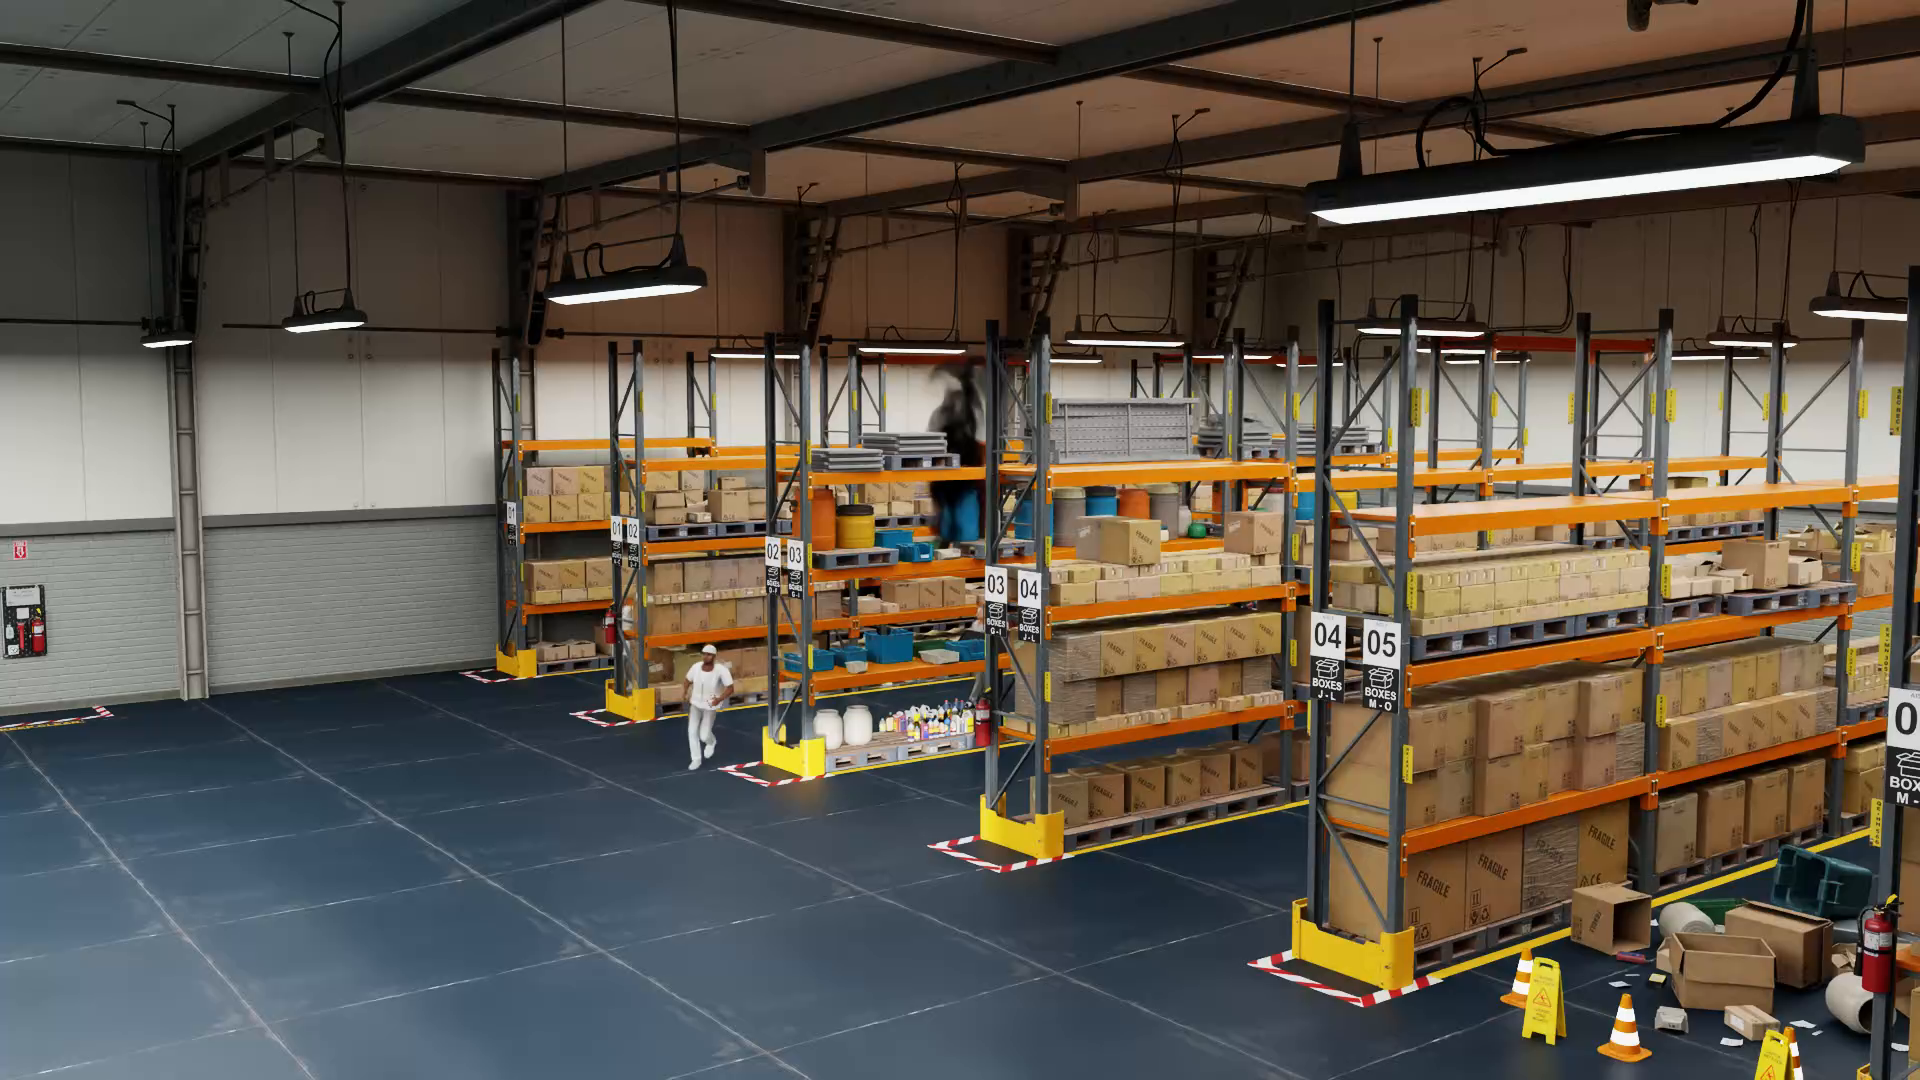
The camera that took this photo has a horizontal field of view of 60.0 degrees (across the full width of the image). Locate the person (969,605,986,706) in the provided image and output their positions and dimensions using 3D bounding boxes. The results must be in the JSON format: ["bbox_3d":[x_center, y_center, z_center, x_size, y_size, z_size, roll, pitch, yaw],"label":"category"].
[{"bbox_3d":[0.360,1.895,27.416,0.570,1.655,0.950,4,7,42],"label":"person"}]

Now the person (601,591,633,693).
[{"bbox_3d":[-5.745,1.784,28.271,0.692,1.833,0.854,4,6,37],"label":"person"}]

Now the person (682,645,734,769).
[{"bbox_3d":[-3.501,2.295,23.114,0.738,1.712,0.638,1,5,16],"label":"person"}]
